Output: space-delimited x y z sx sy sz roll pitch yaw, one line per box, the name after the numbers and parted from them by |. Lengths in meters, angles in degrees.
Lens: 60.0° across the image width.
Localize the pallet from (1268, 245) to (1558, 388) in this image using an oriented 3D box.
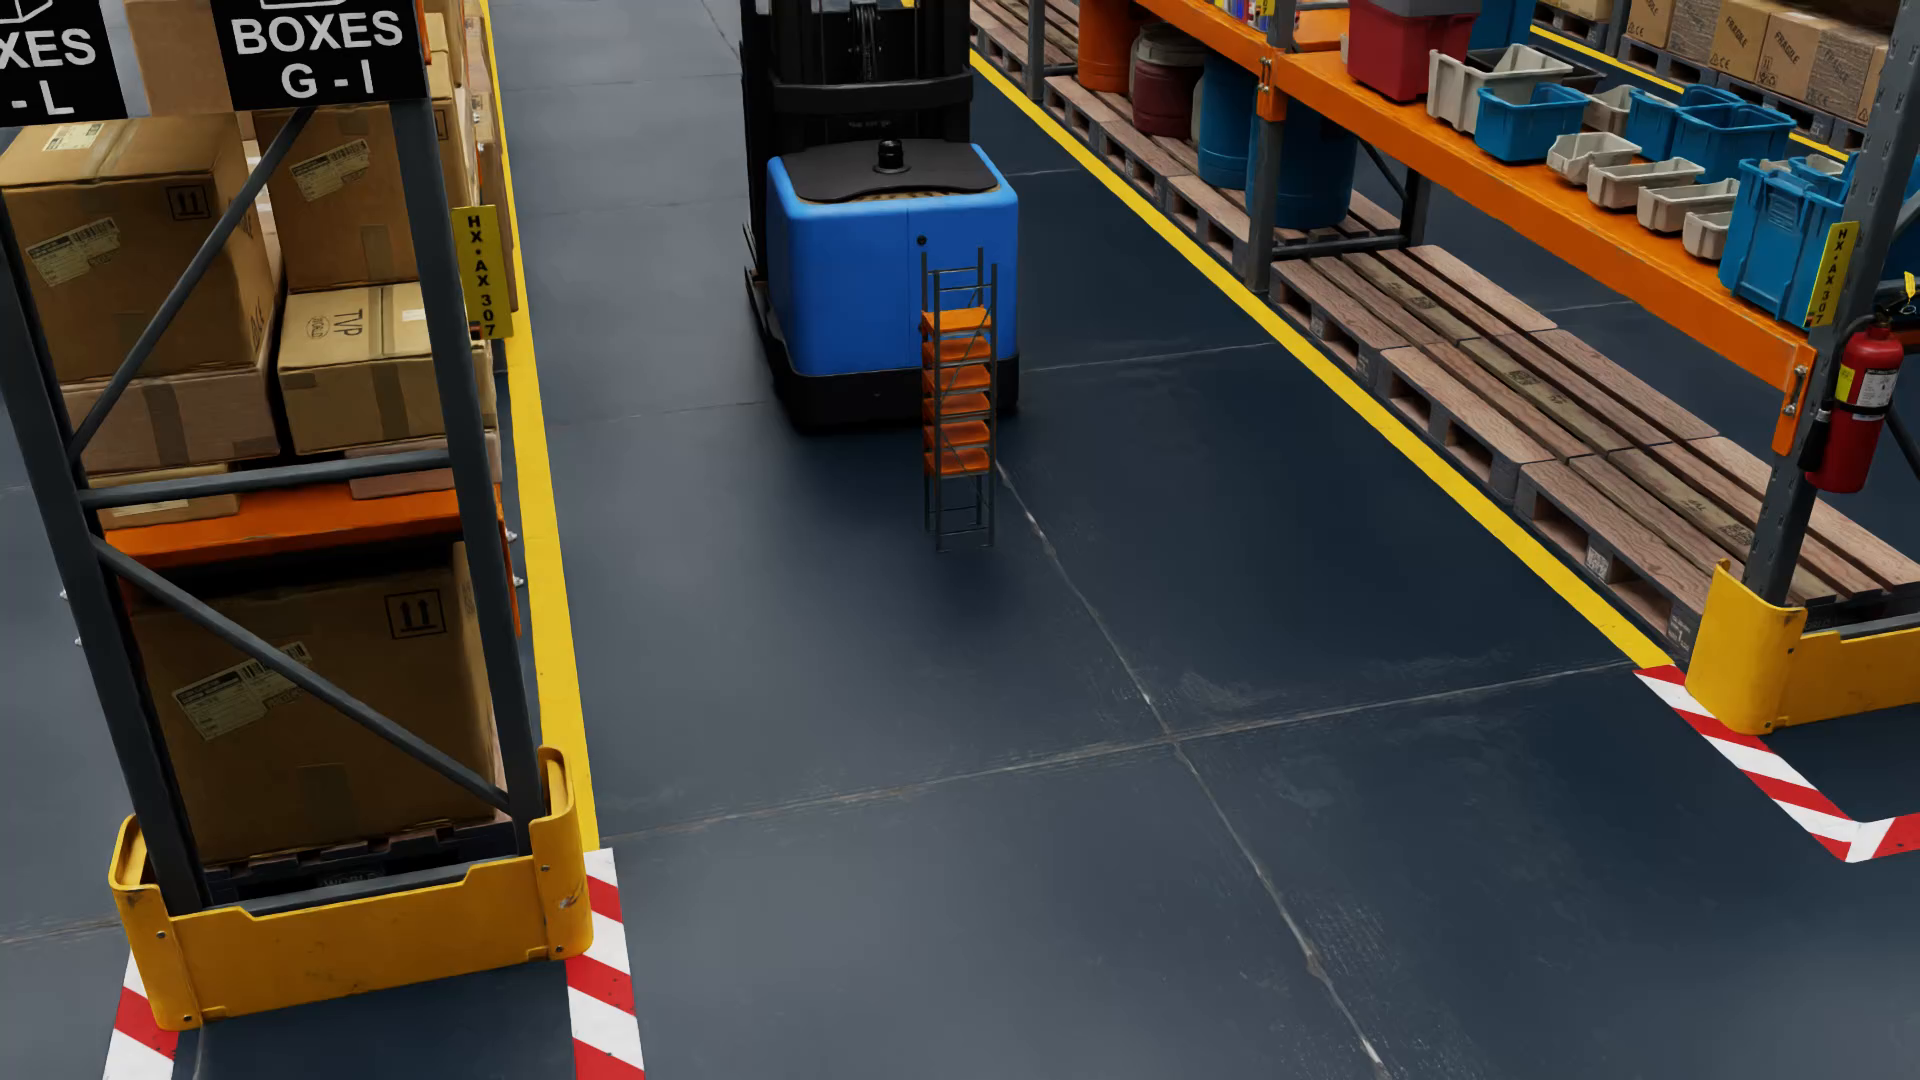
2.295 -1.175 8.570 1.003 0.211 1.213 -8 31 -13 | pallet

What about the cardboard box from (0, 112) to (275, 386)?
-2.034 -0.731 4.122 0.500 0.500 0.500 -7 31 -13 | cardboard box

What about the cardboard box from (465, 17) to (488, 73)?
-3.382 -2.500 9.777 1.225 0.875 0.875 -8 31 -13 | cardboard box

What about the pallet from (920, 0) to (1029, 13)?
0.185 -5.015 15.204 1.003 0.211 1.213 -8 31 -13 | pallet

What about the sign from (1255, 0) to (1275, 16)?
1.531 -2.780 8.282 0.100 0.325 0.005 -8 31 -13 | sign

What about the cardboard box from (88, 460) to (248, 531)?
-2.063 -0.161 4.285 0.380 0.149 0.250 -7 31 -12 | cardboard box

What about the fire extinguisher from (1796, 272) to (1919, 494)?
2.726 -0.472 5.021 0.296 0.674 0.183 -8 31 -13 | fire extinguisher

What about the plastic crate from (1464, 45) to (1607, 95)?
2.618 -2.134 7.658 0.437 0.125 0.590 -8 31 -13 | plastic crate

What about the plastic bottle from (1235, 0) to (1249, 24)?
1.541 -2.935 8.943 0.061 0.283 0.133 -8 31 -13 | plastic bottle

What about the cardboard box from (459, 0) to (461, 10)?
-3.003 -3.106 9.022 0.500 0.500 0.500 -7 31 -12 | cardboard box

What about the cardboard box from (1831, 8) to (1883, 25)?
6.534 -3.506 11.870 0.500 0.500 0.500 -9 31 -15 | cardboard box

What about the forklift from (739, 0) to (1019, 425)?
-0.547 -2.510 8.161 1.130 2.935 3.031 -6 31 -11 | forklift

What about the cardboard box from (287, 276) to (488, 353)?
-1.663 -0.724 4.859 0.500 0.250 0.500 -8 31 -14 | cardboard box

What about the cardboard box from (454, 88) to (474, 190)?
-2.067 -1.463 6.136 0.500 0.250 0.500 -7 31 -12 | cardboard box

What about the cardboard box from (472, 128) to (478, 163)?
-2.180 -1.613 6.793 0.380 0.149 0.250 -8 31 -14 | cardboard box

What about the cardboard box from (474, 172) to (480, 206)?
-1.975 -1.241 6.150 0.380 0.149 0.250 -8 31 -14 | cardboard box

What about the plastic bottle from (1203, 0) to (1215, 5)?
1.454 -3.201 9.335 0.144 0.351 0.185 -8 31 -13 | plastic bottle

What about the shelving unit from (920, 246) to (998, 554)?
-0.004 -0.526 6.462 0.258 1.200 0.189 -8 31 -13 | shelving unit

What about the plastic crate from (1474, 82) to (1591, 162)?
2.332 -1.712 6.820 0.416 0.233 0.300 -8 31 -13 | plastic crate

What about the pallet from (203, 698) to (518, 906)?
-1.939 0.689 5.348 1.003 0.211 1.213 -8 31 -13 | pallet

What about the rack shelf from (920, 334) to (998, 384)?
-0.004 -0.696 6.364 0.258 0.103 0.180 -8 31 -13 | rack shelf

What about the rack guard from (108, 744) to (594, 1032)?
-1.645 0.952 4.607 1.175 0.500 0.348 -8 31 -13 | rack guard

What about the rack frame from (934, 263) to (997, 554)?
0.020 -0.482 6.385 0.240 1.200 0.006 -8 31 -13 | rack frame

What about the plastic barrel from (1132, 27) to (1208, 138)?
1.447 -3.023 10.966 0.600 0.588 0.708 -8 31 -13 | plastic barrel

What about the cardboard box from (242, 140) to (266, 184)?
-2.447 -1.146 5.589 0.500 0.250 0.500 -8 31 -13 | cardboard box

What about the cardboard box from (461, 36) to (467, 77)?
-2.594 -2.372 7.755 0.500 0.500 0.500 -8 31 -13 | cardboard box

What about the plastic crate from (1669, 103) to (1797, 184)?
3.026 -1.553 6.546 0.416 0.233 0.300 -8 31 -13 | plastic crate

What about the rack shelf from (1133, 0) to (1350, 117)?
1.531 -3.387 10.325 1.077 0.370 4.000 -8 31 -13 | rack shelf

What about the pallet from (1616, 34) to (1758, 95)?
5.939 -3.749 13.016 1.003 0.211 1.213 -8 31 -13 | pallet

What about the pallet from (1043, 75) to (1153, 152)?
1.250 -3.082 11.864 1.003 0.211 1.213 -8 31 -13 | pallet

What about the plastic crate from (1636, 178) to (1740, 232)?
2.670 -1.224 6.074 0.396 0.136 0.243 -8 31 -13 | plastic crate

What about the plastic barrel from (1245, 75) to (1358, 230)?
1.934 -2.271 9.355 0.600 0.901 0.708 -8 31 -13 | plastic barrel

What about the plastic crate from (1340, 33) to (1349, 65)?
2.048 -2.400 8.106 0.396 0.136 0.243 -8 31 -13 | plastic crate

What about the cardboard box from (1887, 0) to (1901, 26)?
6.680 -3.571 11.233 0.500 0.250 0.500 -8 31 -13 | cardboard box

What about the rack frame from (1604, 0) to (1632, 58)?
5.777 -5.321 12.949 1.000 3.000 0.127 -8 31 -13 | rack frame

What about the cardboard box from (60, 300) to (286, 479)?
-2.036 -0.404 4.307 0.500 0.250 0.500 -8 31 -14 | cardboard box

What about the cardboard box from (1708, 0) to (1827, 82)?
5.895 -3.677 12.164 0.500 0.500 0.500 -8 31 -14 | cardboard box

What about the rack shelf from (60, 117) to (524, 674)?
-2.182 -0.796 5.850 1.077 0.370 4.000 -8 31 -13 | rack shelf

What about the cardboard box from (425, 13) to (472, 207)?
-1.794 -1.289 5.087 0.500 0.500 0.500 -9 31 -15 | cardboard box

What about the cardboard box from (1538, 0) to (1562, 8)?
5.262 -4.783 14.345 0.500 0.250 0.500 -8 31 -14 | cardboard box

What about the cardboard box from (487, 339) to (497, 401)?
-1.565 -0.496 4.863 0.380 0.149 0.250 -9 31 -14 | cardboard box

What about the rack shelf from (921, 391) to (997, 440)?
-0.004 -0.488 6.484 0.258 0.103 0.180 -8 31 -13 | rack shelf

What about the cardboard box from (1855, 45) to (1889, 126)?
6.309 -2.938 10.887 0.500 0.500 0.500 -8 31 -13 | cardboard box

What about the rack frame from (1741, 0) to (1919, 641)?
3.124 -0.800 5.138 1.000 3.000 0.127 -8 31 -13 | rack frame
